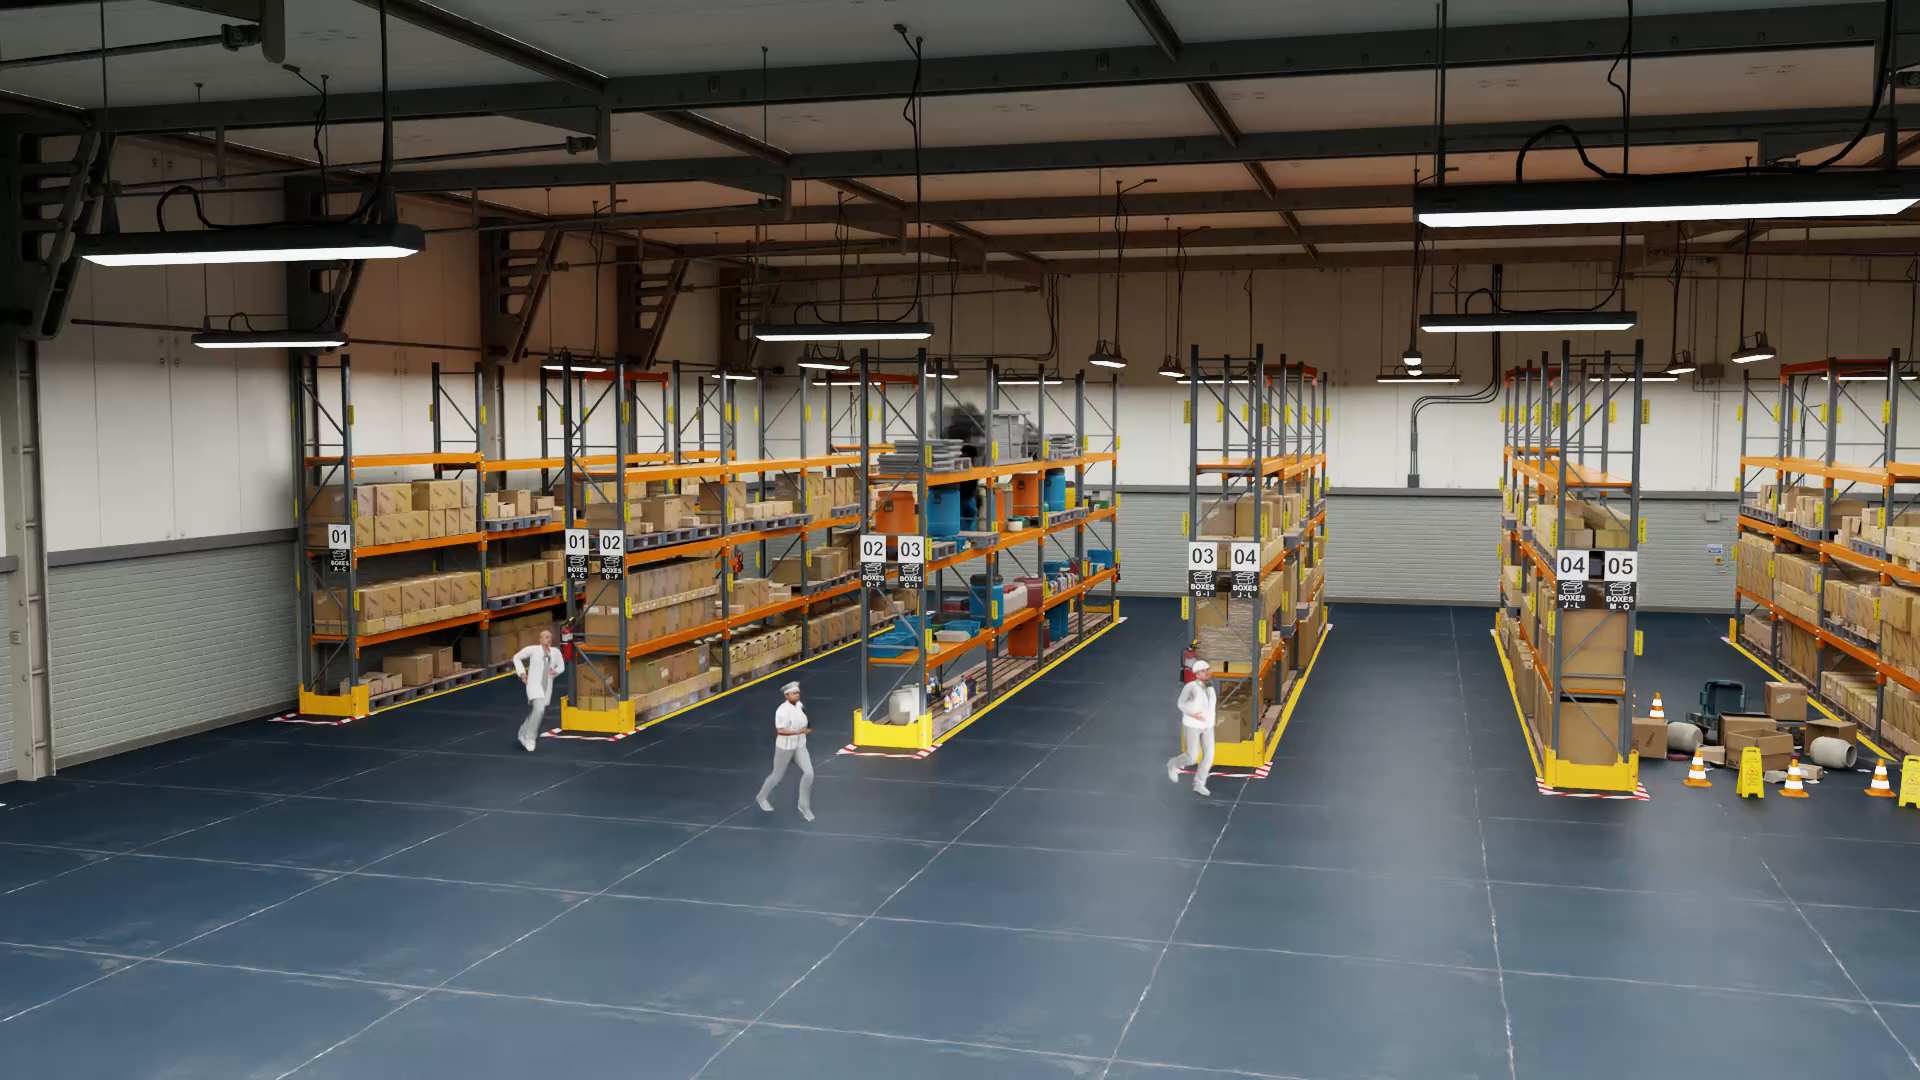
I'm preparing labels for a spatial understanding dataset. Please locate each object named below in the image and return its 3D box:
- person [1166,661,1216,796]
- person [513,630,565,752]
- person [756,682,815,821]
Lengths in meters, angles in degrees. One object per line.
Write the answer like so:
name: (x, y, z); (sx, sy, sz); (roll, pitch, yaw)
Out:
person: (3.164, 2.479, 22.211); (0.676, 1.758, 0.765); (-3, 5, -32)
person: (-6.346, 2.252, 25.130); (0.729, 1.786, 0.695); (4, 6, 44)
person: (-2.132, 2.609, 20.737); (0.892, 1.746, 0.585); (4, 6, 43)
